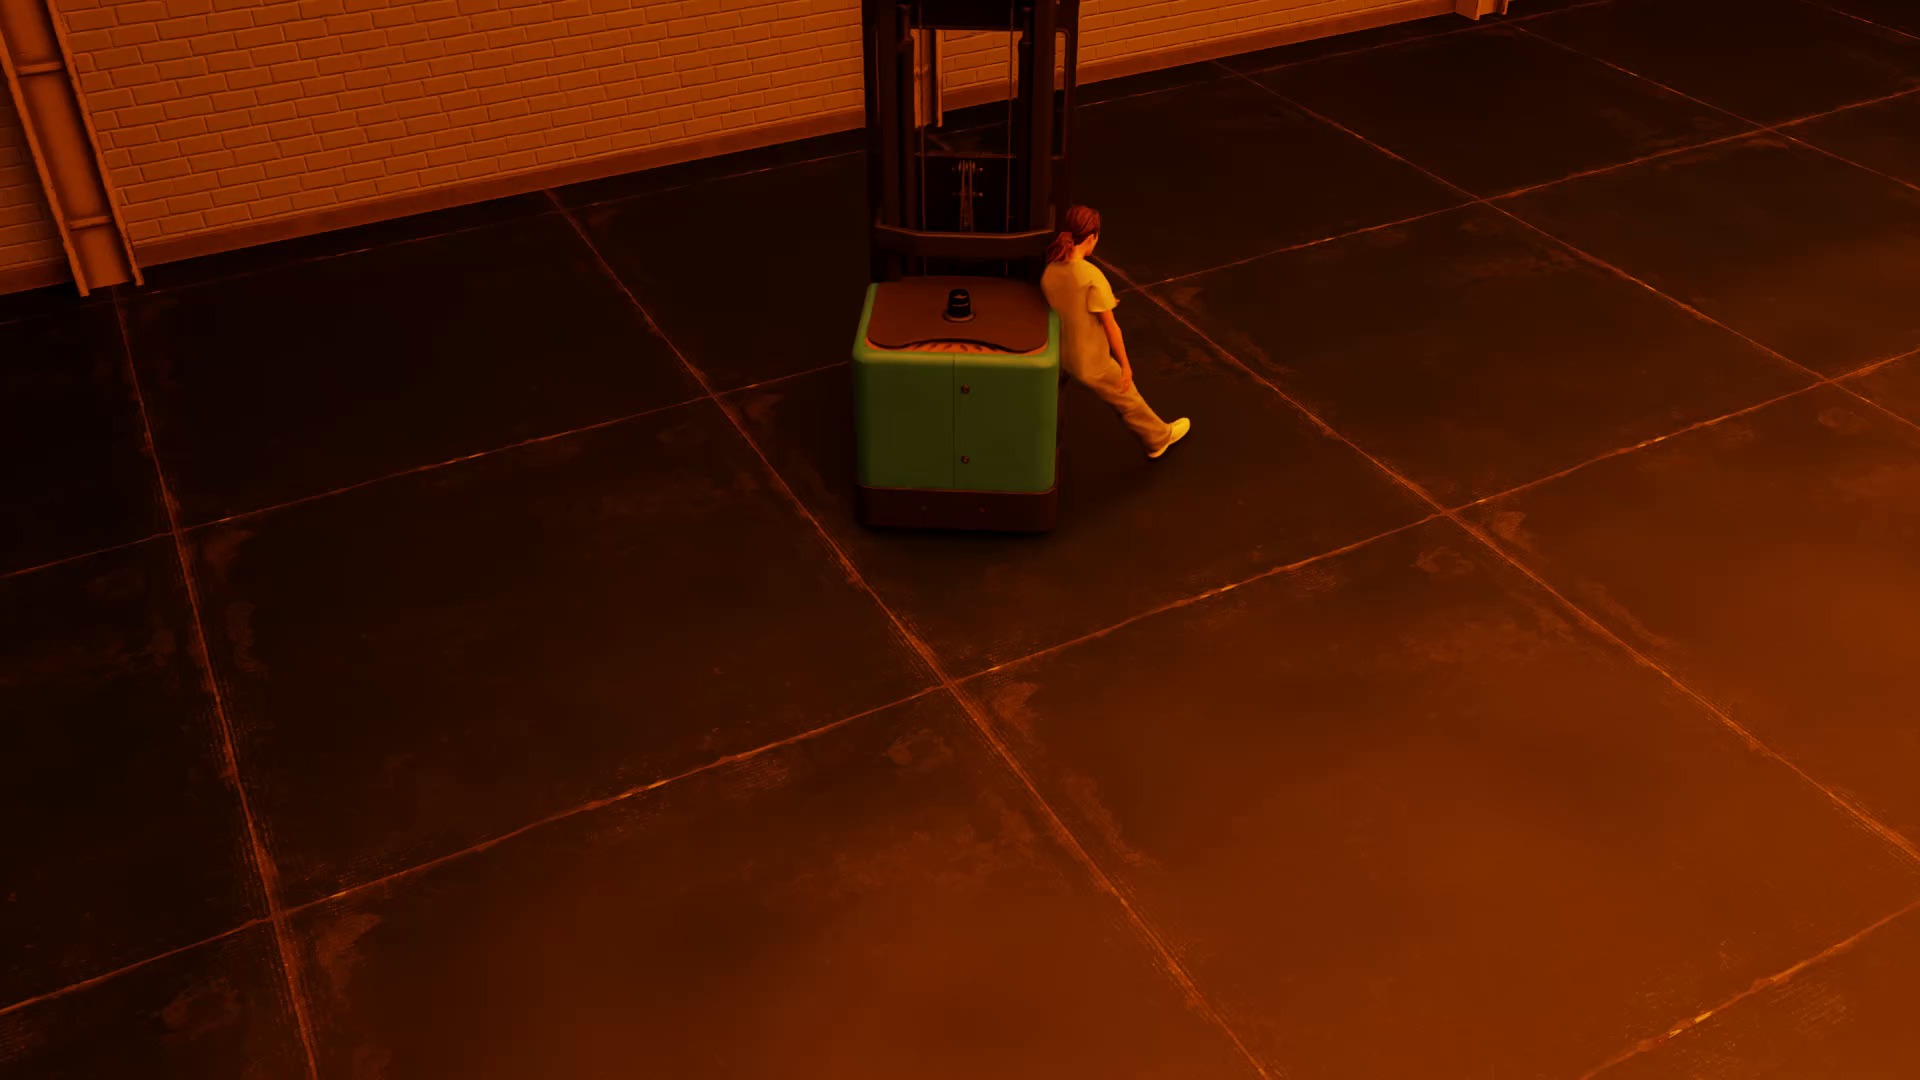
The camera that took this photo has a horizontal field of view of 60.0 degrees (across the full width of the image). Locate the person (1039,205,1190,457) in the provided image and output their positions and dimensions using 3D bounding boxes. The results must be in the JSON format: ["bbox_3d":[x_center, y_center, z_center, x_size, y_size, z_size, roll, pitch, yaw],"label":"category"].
[{"bbox_3d":[0.714,-1.092,8.820,0.966,1.504,0.829,-30,45,-35],"label":"person"}]

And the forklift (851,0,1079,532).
[{"bbox_3d":[0.070,-2.065,9.044,1.130,2.935,3.031,2,35,3],"label":"forklift"}]
